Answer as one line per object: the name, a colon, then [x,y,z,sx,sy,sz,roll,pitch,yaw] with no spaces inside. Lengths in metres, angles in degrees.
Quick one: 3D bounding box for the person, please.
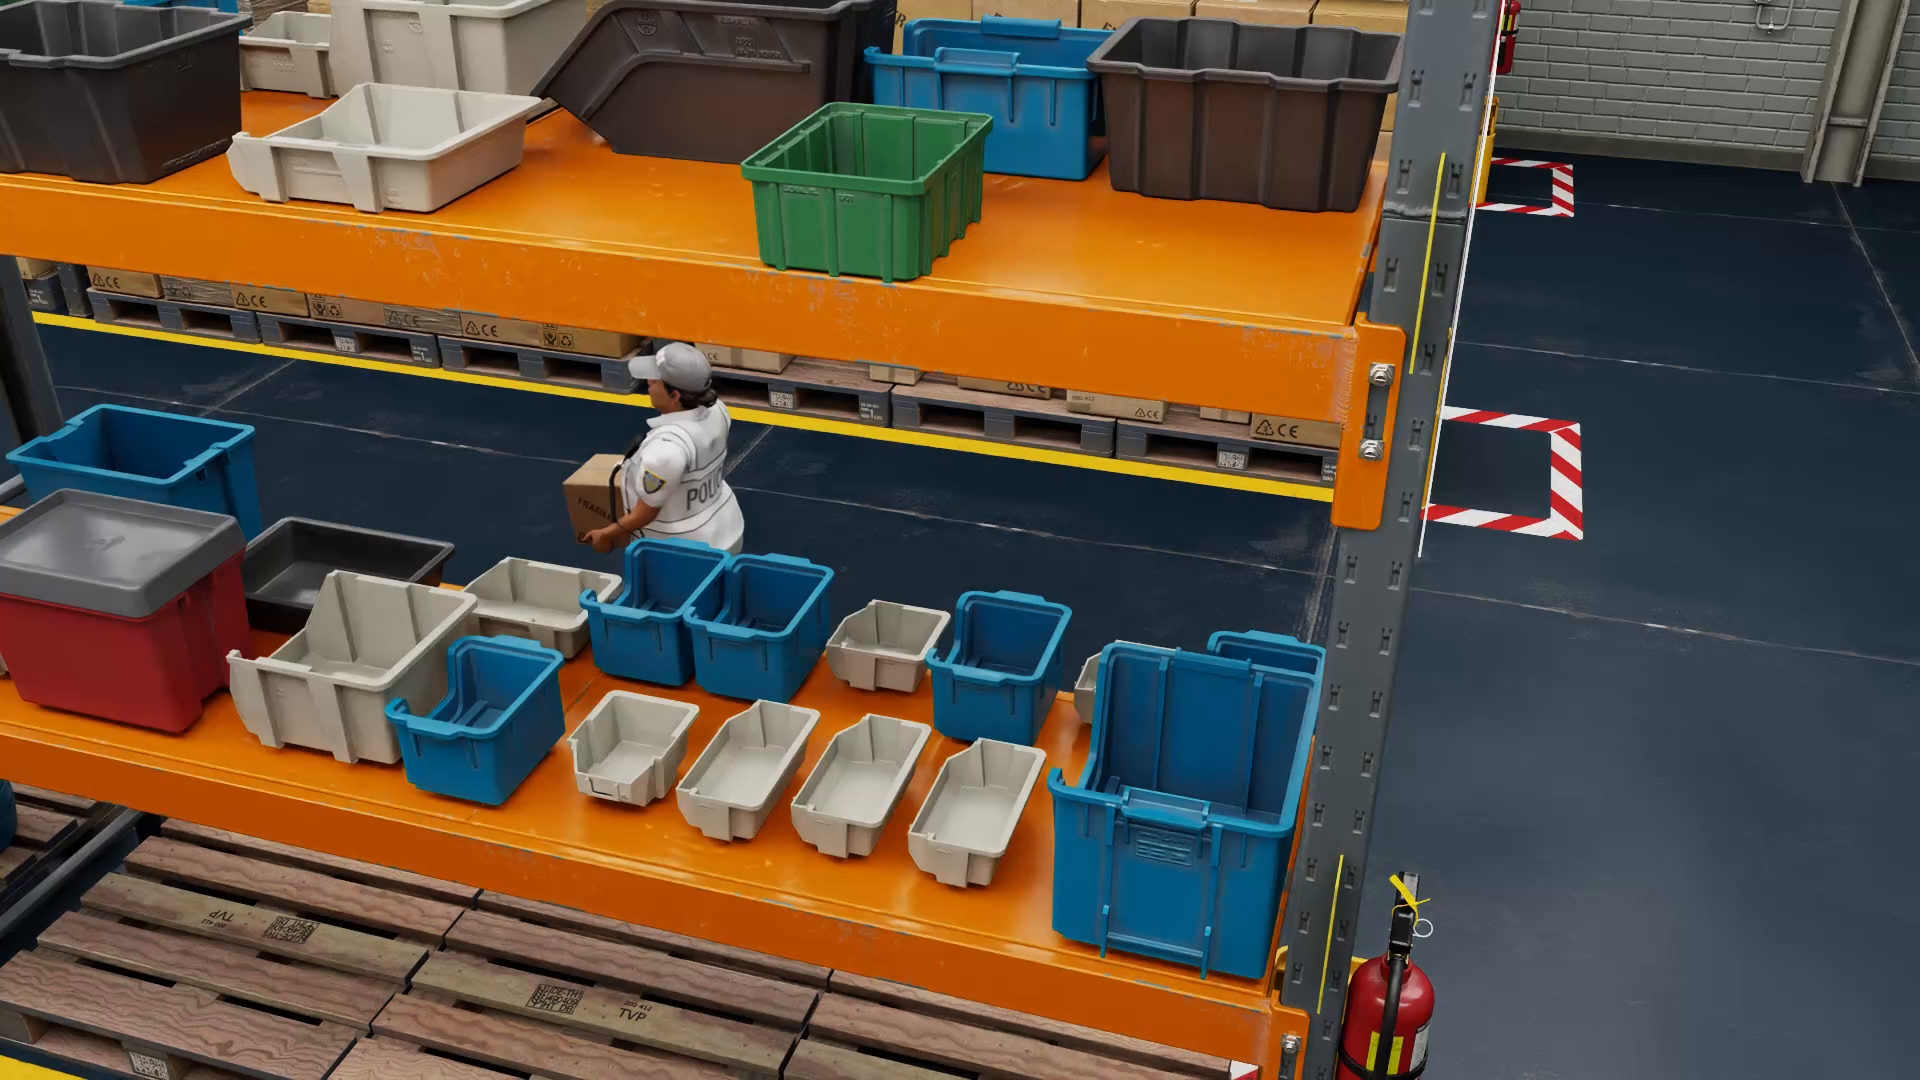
person: [-1.070,0.034,6.073,0.534,1.653,0.453,9,31,15]
